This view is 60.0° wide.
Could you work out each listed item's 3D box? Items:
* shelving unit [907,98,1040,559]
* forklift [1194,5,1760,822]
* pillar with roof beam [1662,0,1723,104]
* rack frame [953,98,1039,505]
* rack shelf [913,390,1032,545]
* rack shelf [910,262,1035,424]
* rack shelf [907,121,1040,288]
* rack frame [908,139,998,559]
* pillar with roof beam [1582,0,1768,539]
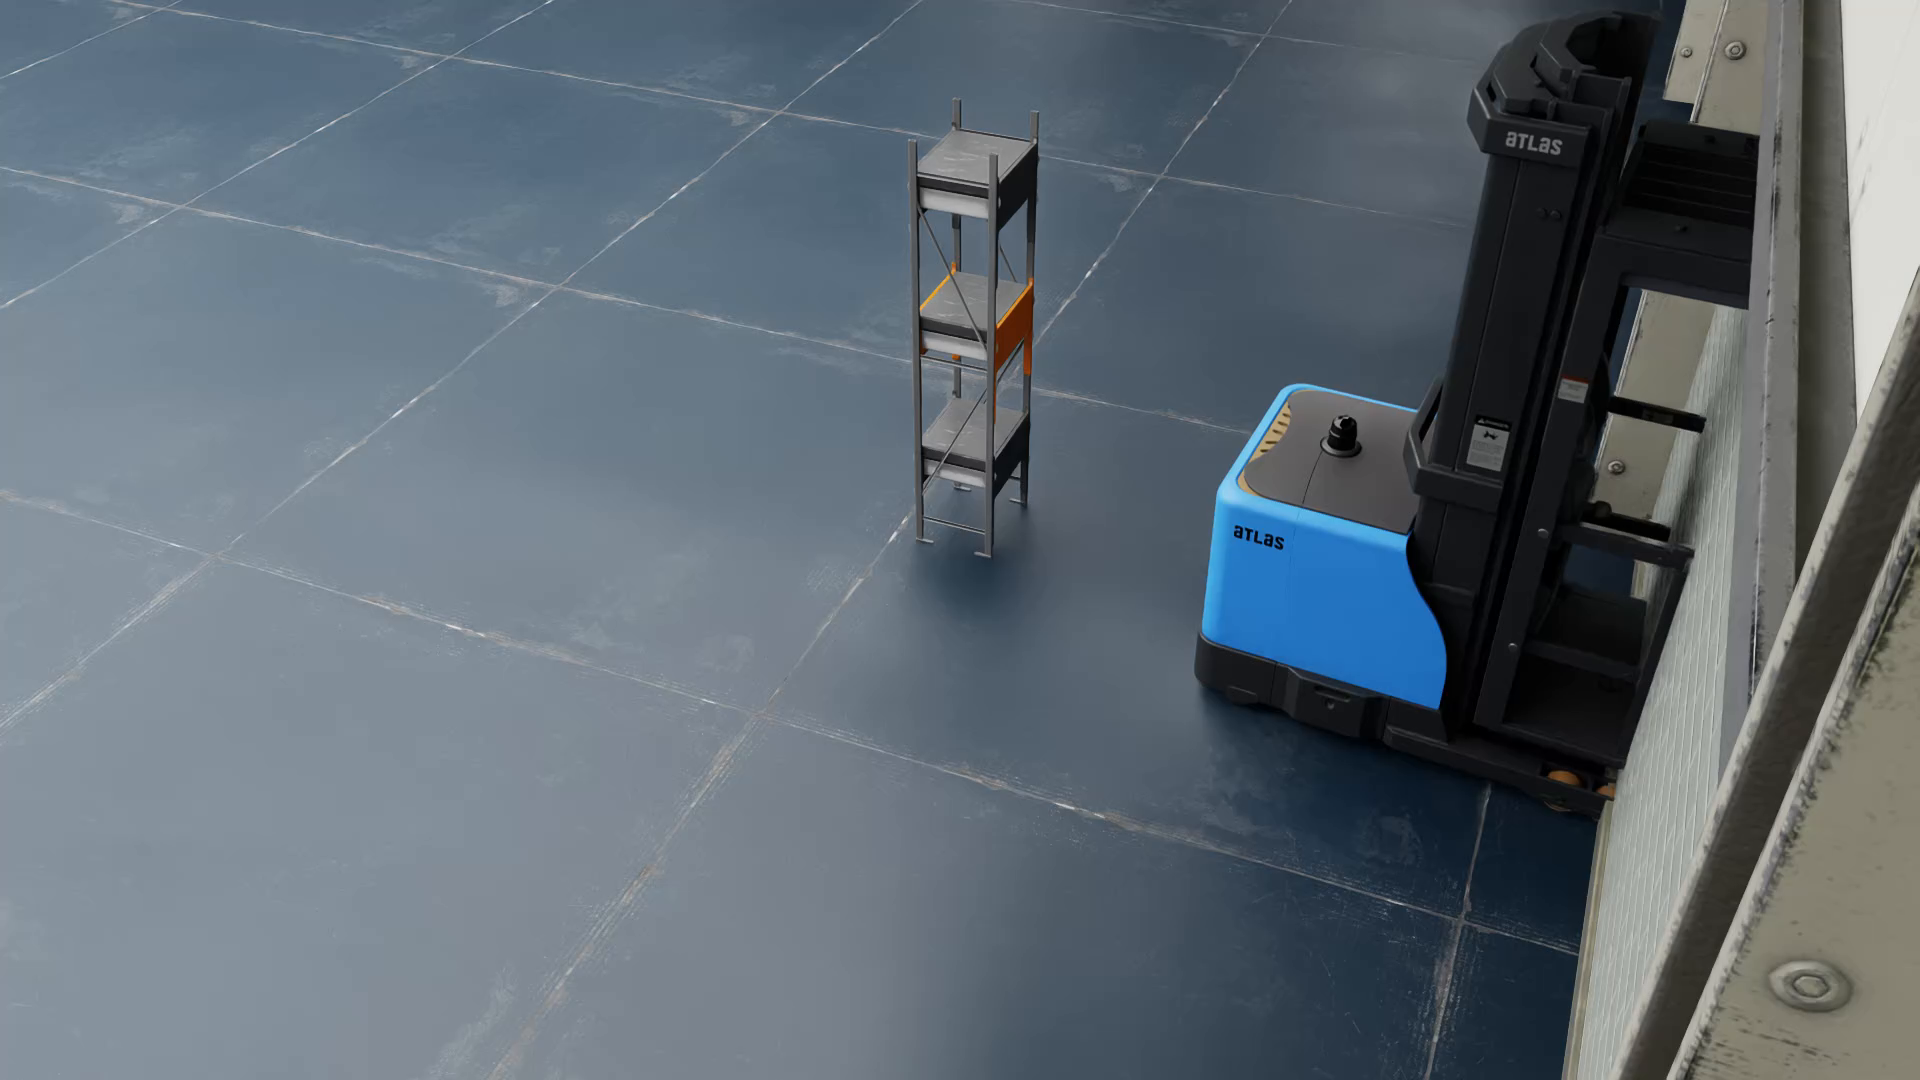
[{"bbox_3d":[0.063,-0.933,7.744,0.431,2.100,0.503,14,39,18],"label":"shelving unit"},{"bbox_3d":[2.588,-0.383,6.314,3.031,2.935,1.130,16,40,21],"label":"forklift"},{"bbox_3d":[1.637,-8.049,11.502,9.100,9.000,0.400,14,39,18],"label":"pillar with roof beam"},{"bbox_3d":[0.156,-1.068,7.925,0.400,2.100,0.015,14,39,18],"label":"rack frame"},{"bbox_3d":[0.063,-0.361,8.171,0.431,0.518,0.480,14,39,18],"label":"rack shelf"},{"bbox_3d":[0.063,-0.922,7.752,0.431,0.518,0.480,14,39,18],"label":"rack shelf"},{"bbox_3d":[0.063,-1.482,7.333,0.431,0.518,0.480,14,39,18],"label":"rack shelf"},{"bbox_3d":[-0.030,-0.798,7.563,0.400,2.100,0.015,14,39,18],"label":"rack frame"},{"bbox_3d":[-0.646,-4.727,7.058,9.100,9.000,0.400,14,39,18],"label":"pillar with roof beam"}]
